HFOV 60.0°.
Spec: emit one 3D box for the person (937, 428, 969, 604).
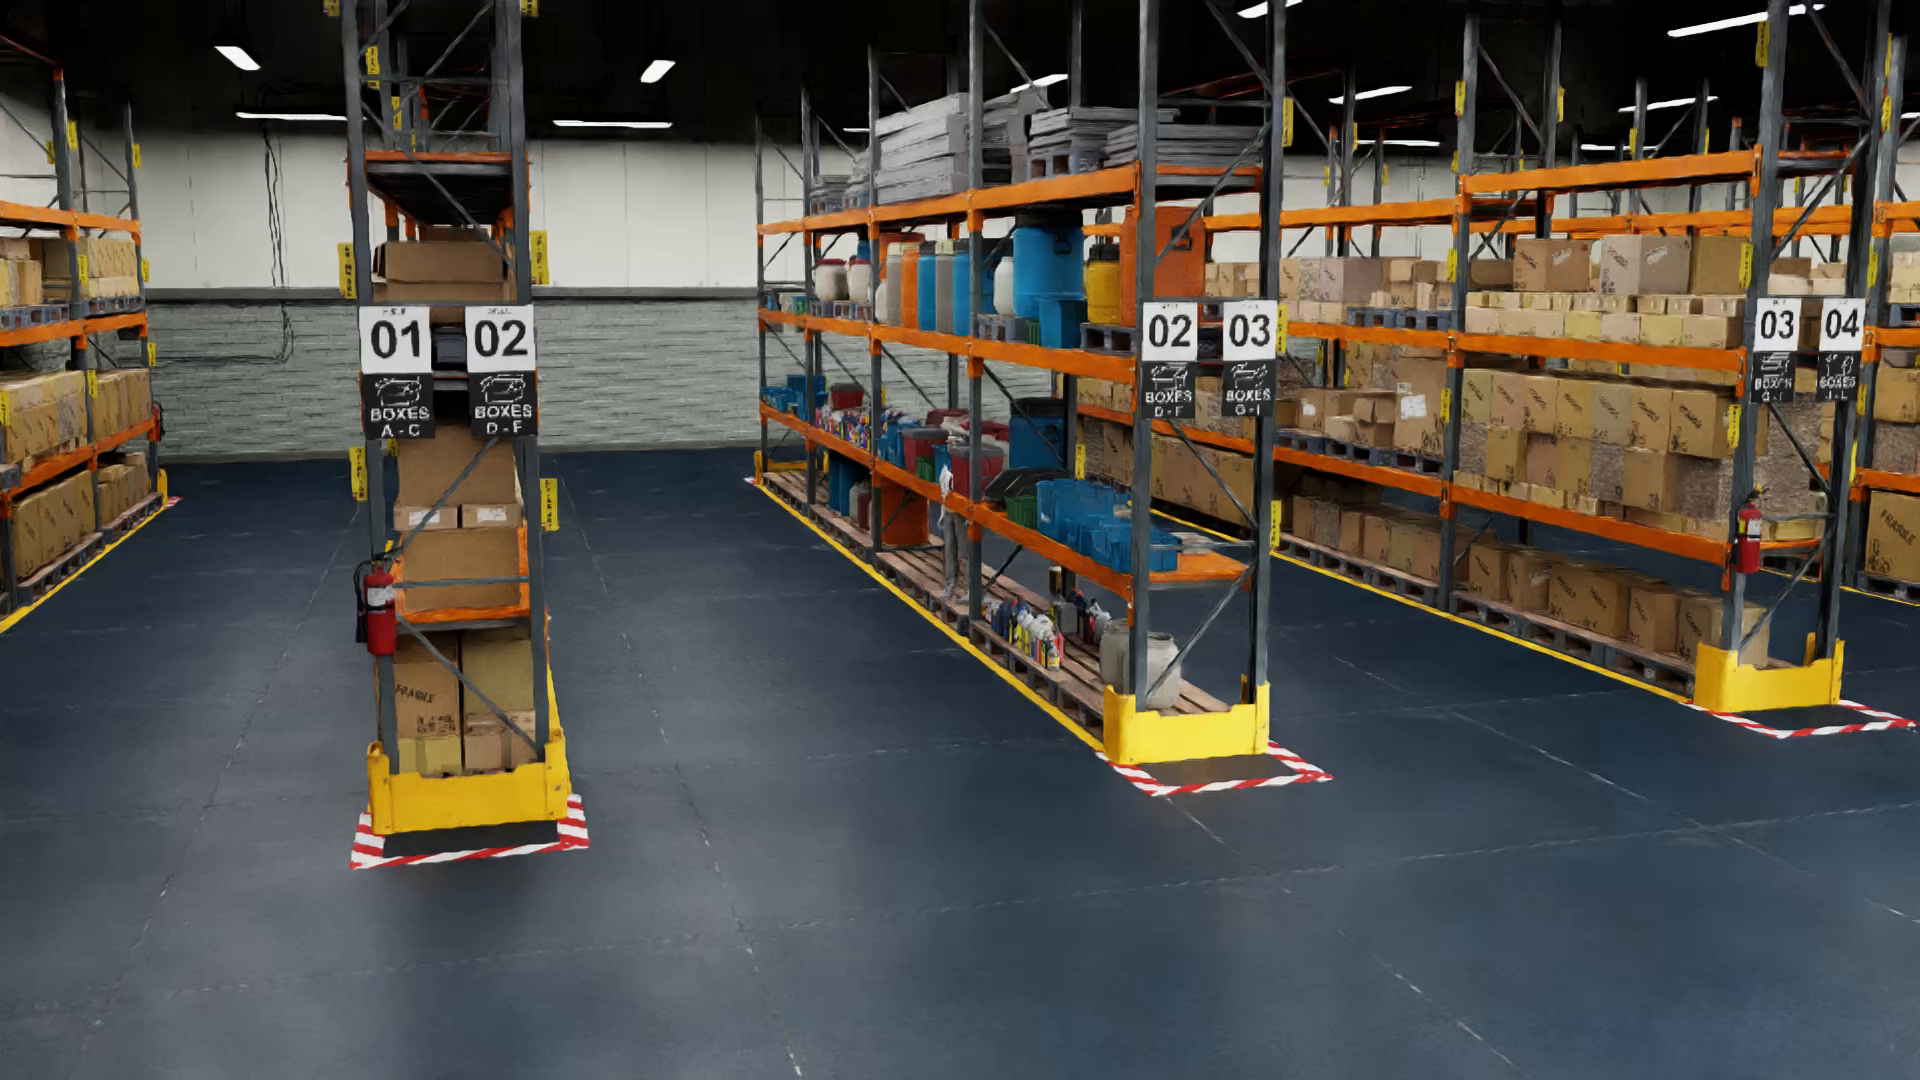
[{"bbox_3d":[-0.021,-0.240,16.170,0.362,1.689,0.491,-5,11,-28],"label":"person"}]
